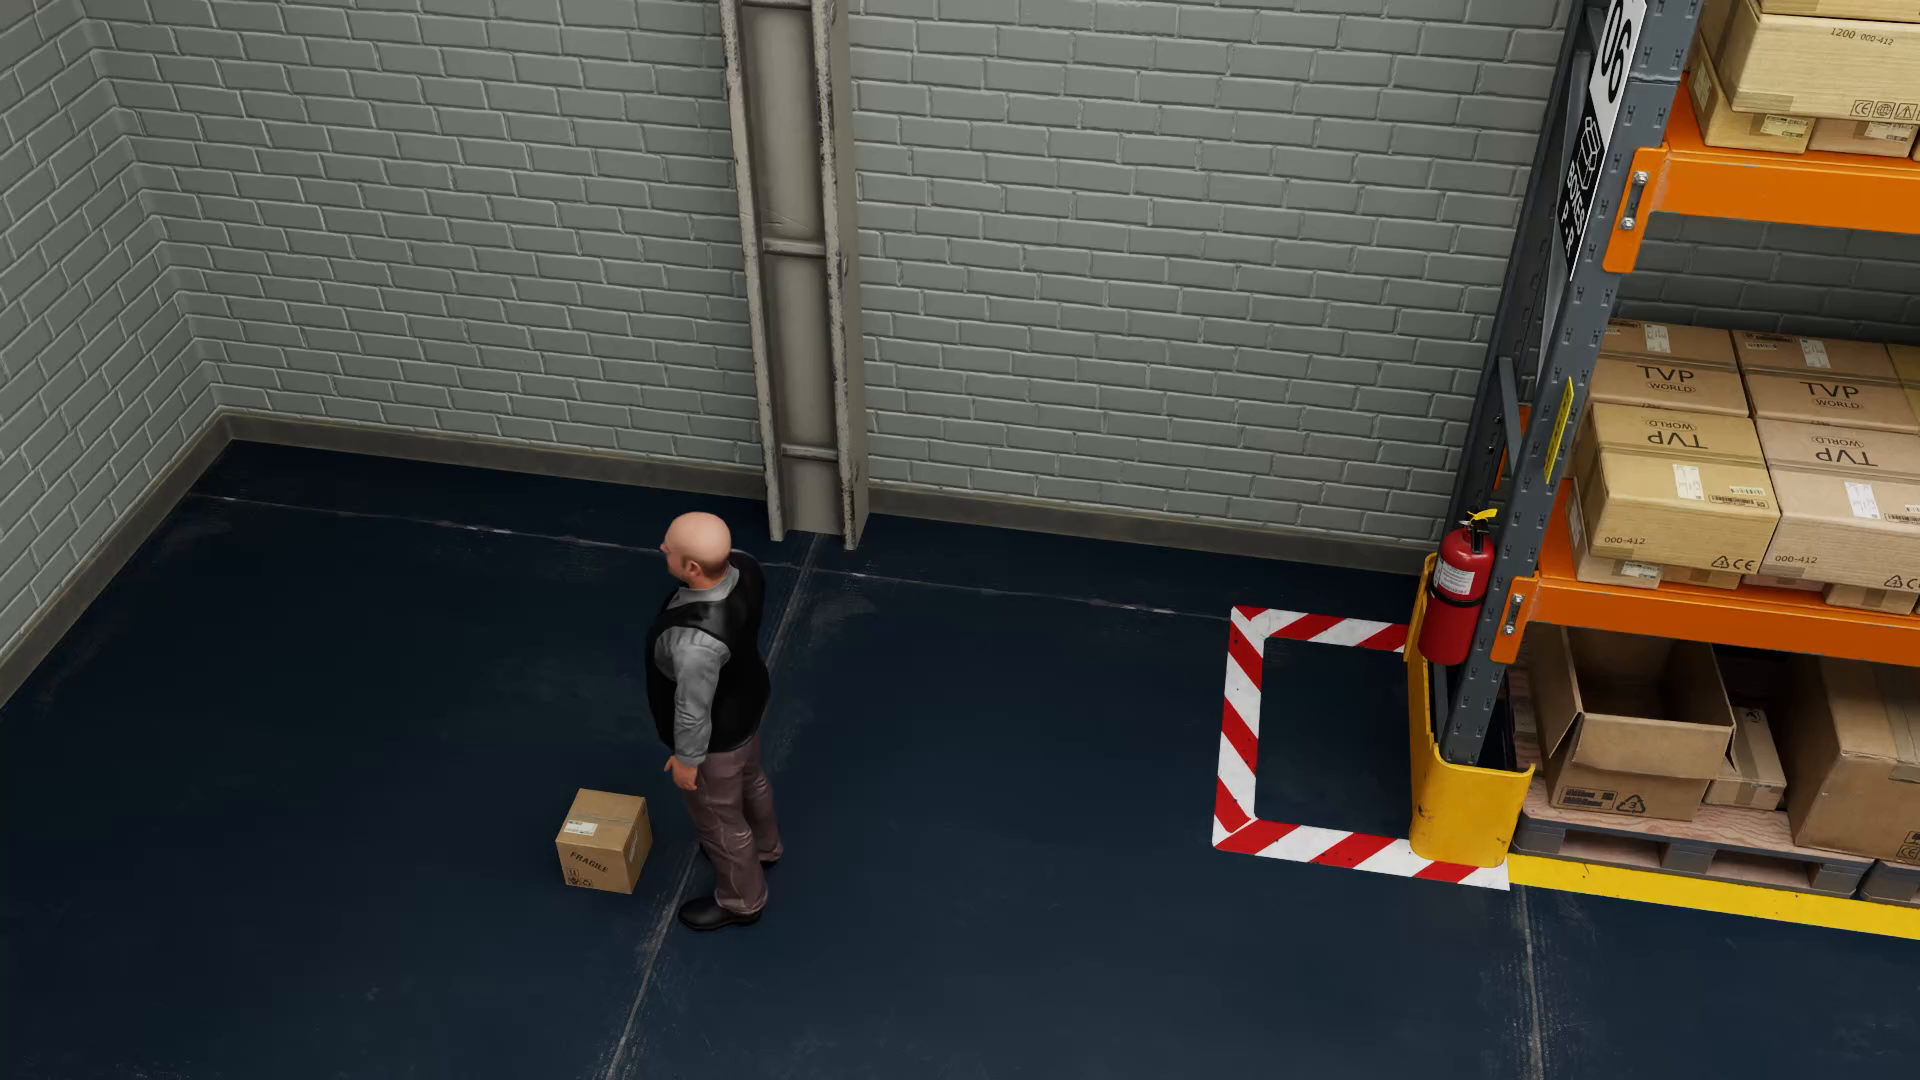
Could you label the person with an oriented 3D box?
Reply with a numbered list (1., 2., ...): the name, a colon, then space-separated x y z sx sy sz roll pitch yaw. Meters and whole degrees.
1. person: -0.812 0.594 5.478 0.357 1.729 0.537 7 41 9
